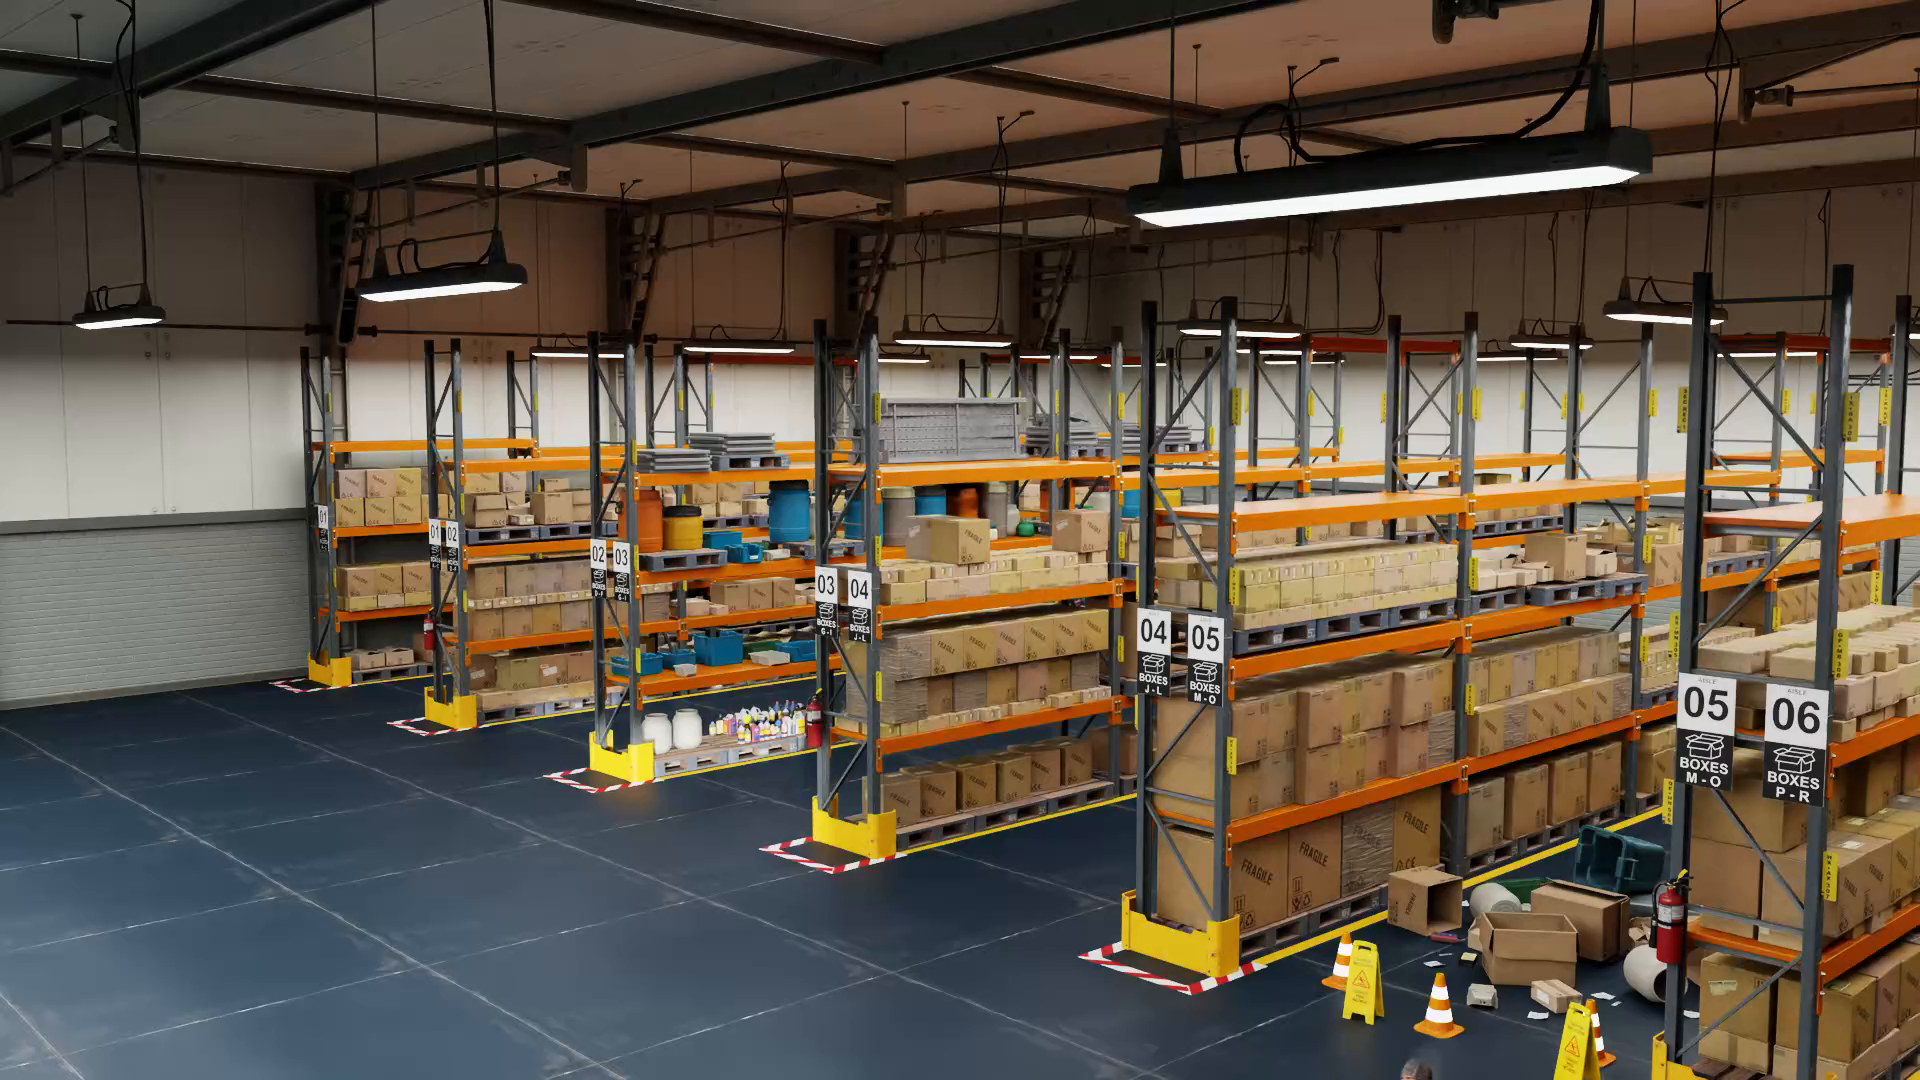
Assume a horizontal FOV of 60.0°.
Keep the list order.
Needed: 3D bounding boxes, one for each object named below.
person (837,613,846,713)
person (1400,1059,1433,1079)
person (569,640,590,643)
[{"bbox_3d":[-1.572,2.003,27.045,1.007,1.697,0.707,-4,7,-40],"label":"person"},{"bbox_3d":[2.513,3.562,9.259,0.612,1.575,0.741,-5,7,-44],"label":"person"},{"bbox_3d":[-6.945,1.712,30.697,0.654,1.631,1.023,3,6,34],"label":"person"}]
